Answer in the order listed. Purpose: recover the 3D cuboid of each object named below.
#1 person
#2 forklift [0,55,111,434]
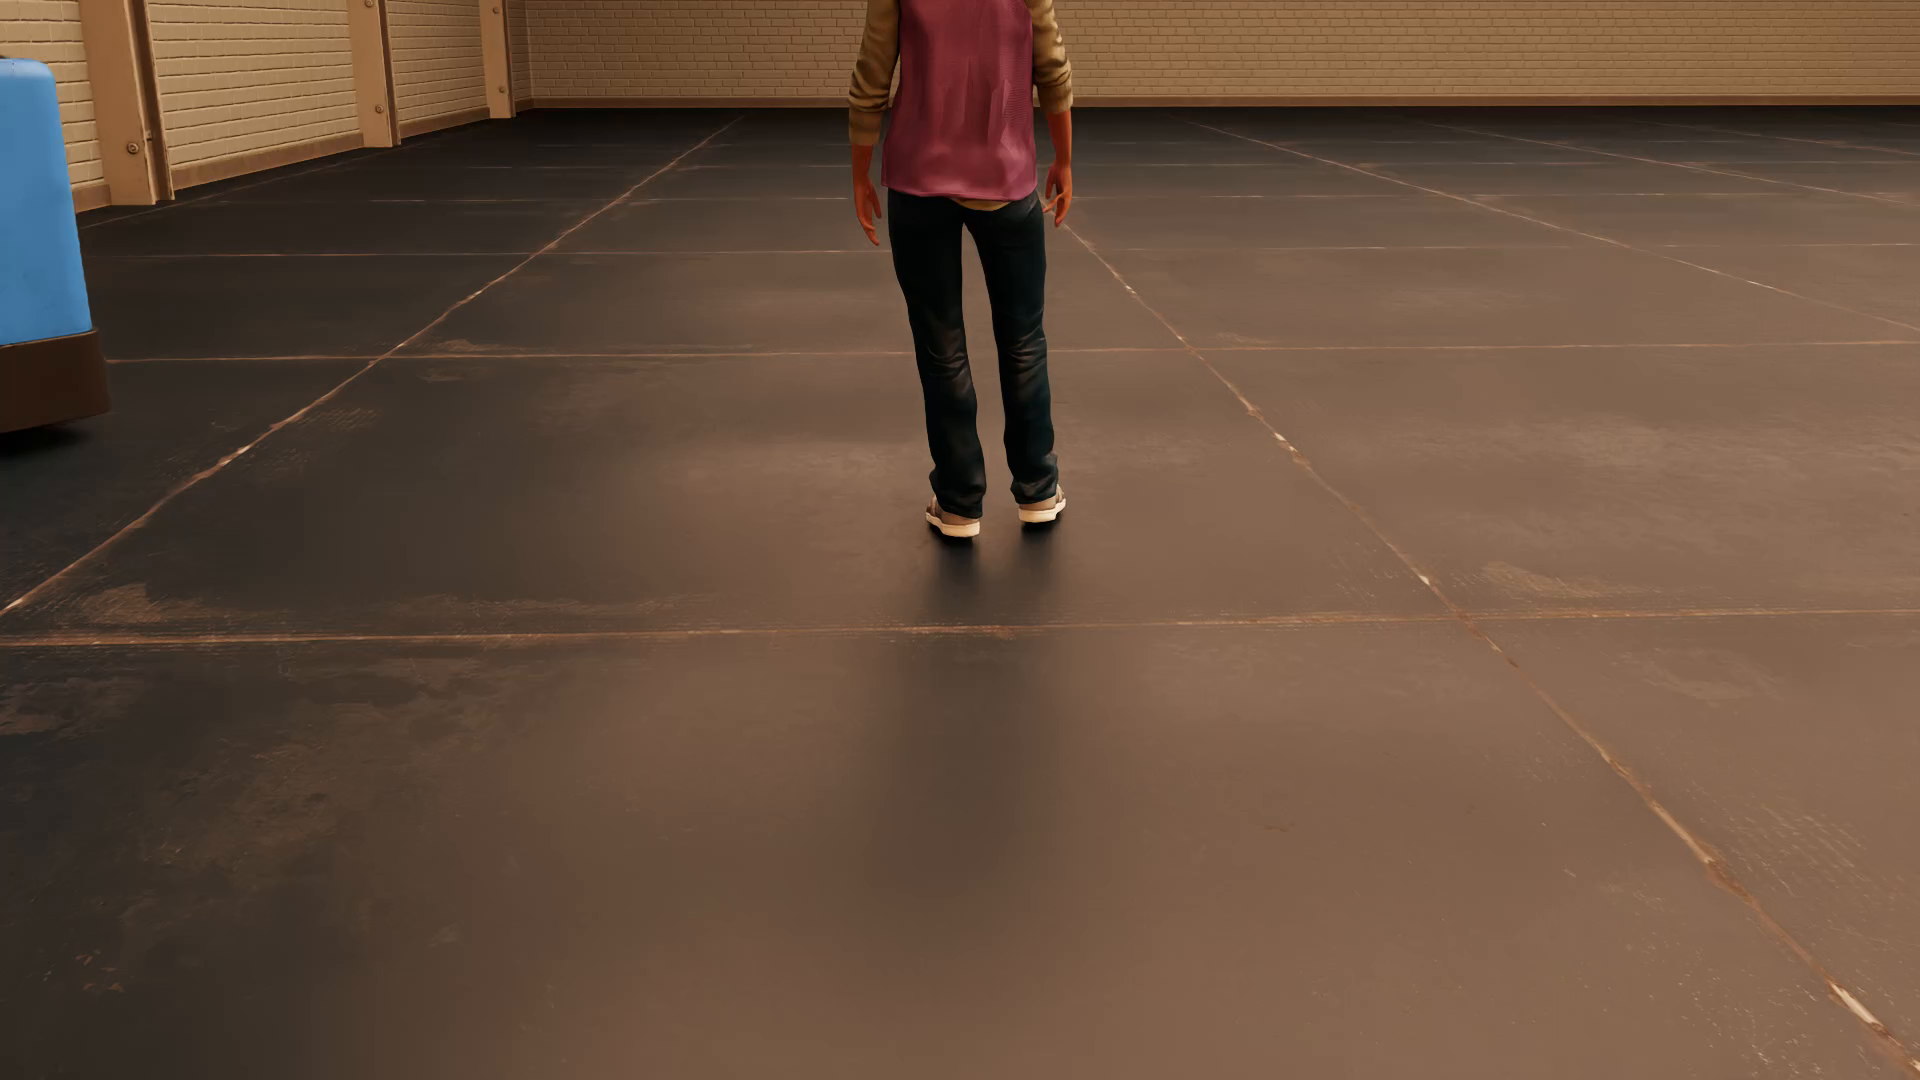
[{"bbox_3d":[0.011,-0.792,3.753,0.520,1.597,0.476,-1,17,-3],"label":"person"},{"bbox_3d":[-4.039,-1.824,4.871,3.031,2.935,1.130,10,20,30],"label":"forklift"}]
